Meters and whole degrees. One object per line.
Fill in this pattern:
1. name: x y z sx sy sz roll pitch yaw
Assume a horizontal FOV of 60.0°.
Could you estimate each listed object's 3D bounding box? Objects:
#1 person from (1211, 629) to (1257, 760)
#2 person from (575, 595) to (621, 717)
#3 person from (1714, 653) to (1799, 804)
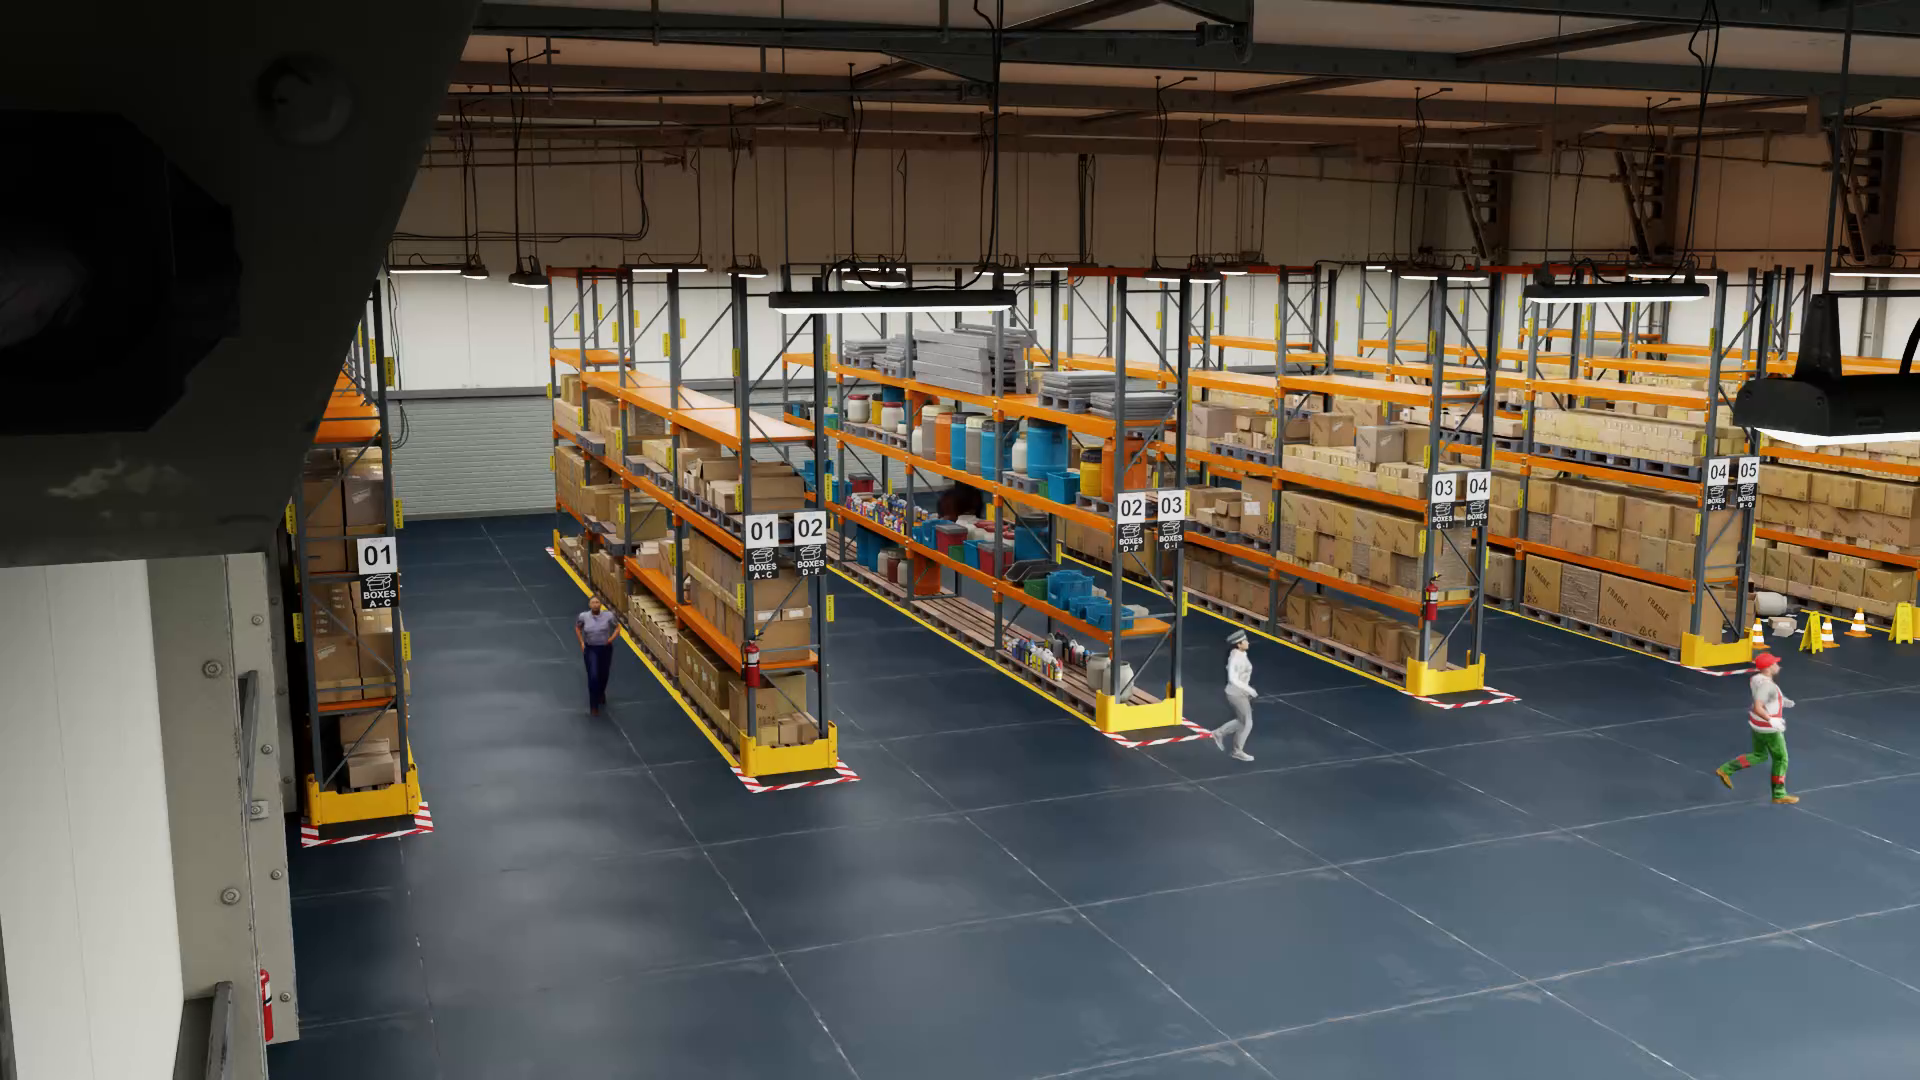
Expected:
1. person: 3.432 1.941 20.815 0.557 1.684 0.650 1 10 8
2. person: -5.001 1.575 23.017 0.612 1.715 0.721 -3 10 -18
3. person: 9.249 2.161 19.159 0.914 1.765 0.670 2 10 9
